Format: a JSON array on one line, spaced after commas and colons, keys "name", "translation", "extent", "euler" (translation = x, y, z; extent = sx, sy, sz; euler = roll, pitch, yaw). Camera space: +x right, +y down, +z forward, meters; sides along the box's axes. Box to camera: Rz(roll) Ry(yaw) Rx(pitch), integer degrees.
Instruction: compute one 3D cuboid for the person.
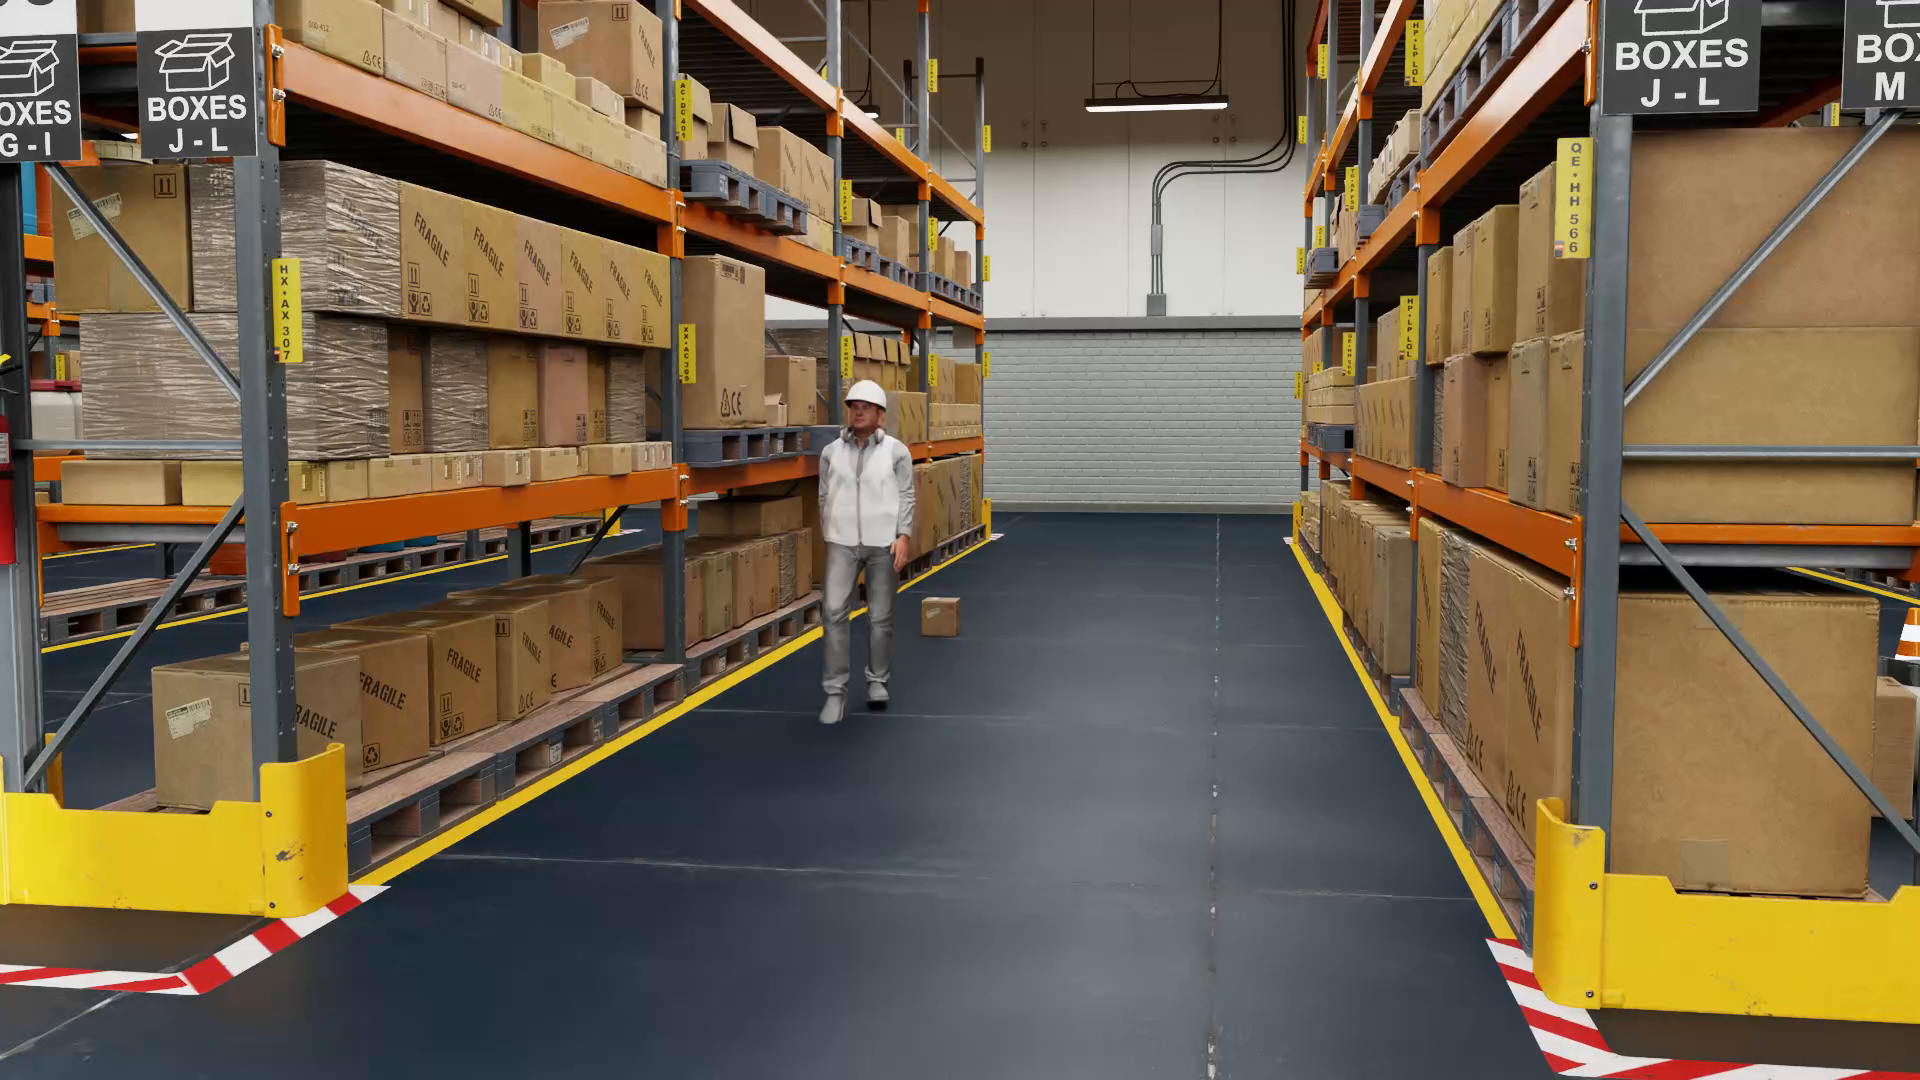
[{"name": "person", "translation": [-0.528, 0.037, 8.778], "extent": [0.551, 1.731, 0.952], "euler": [0, 4, 6]}]
